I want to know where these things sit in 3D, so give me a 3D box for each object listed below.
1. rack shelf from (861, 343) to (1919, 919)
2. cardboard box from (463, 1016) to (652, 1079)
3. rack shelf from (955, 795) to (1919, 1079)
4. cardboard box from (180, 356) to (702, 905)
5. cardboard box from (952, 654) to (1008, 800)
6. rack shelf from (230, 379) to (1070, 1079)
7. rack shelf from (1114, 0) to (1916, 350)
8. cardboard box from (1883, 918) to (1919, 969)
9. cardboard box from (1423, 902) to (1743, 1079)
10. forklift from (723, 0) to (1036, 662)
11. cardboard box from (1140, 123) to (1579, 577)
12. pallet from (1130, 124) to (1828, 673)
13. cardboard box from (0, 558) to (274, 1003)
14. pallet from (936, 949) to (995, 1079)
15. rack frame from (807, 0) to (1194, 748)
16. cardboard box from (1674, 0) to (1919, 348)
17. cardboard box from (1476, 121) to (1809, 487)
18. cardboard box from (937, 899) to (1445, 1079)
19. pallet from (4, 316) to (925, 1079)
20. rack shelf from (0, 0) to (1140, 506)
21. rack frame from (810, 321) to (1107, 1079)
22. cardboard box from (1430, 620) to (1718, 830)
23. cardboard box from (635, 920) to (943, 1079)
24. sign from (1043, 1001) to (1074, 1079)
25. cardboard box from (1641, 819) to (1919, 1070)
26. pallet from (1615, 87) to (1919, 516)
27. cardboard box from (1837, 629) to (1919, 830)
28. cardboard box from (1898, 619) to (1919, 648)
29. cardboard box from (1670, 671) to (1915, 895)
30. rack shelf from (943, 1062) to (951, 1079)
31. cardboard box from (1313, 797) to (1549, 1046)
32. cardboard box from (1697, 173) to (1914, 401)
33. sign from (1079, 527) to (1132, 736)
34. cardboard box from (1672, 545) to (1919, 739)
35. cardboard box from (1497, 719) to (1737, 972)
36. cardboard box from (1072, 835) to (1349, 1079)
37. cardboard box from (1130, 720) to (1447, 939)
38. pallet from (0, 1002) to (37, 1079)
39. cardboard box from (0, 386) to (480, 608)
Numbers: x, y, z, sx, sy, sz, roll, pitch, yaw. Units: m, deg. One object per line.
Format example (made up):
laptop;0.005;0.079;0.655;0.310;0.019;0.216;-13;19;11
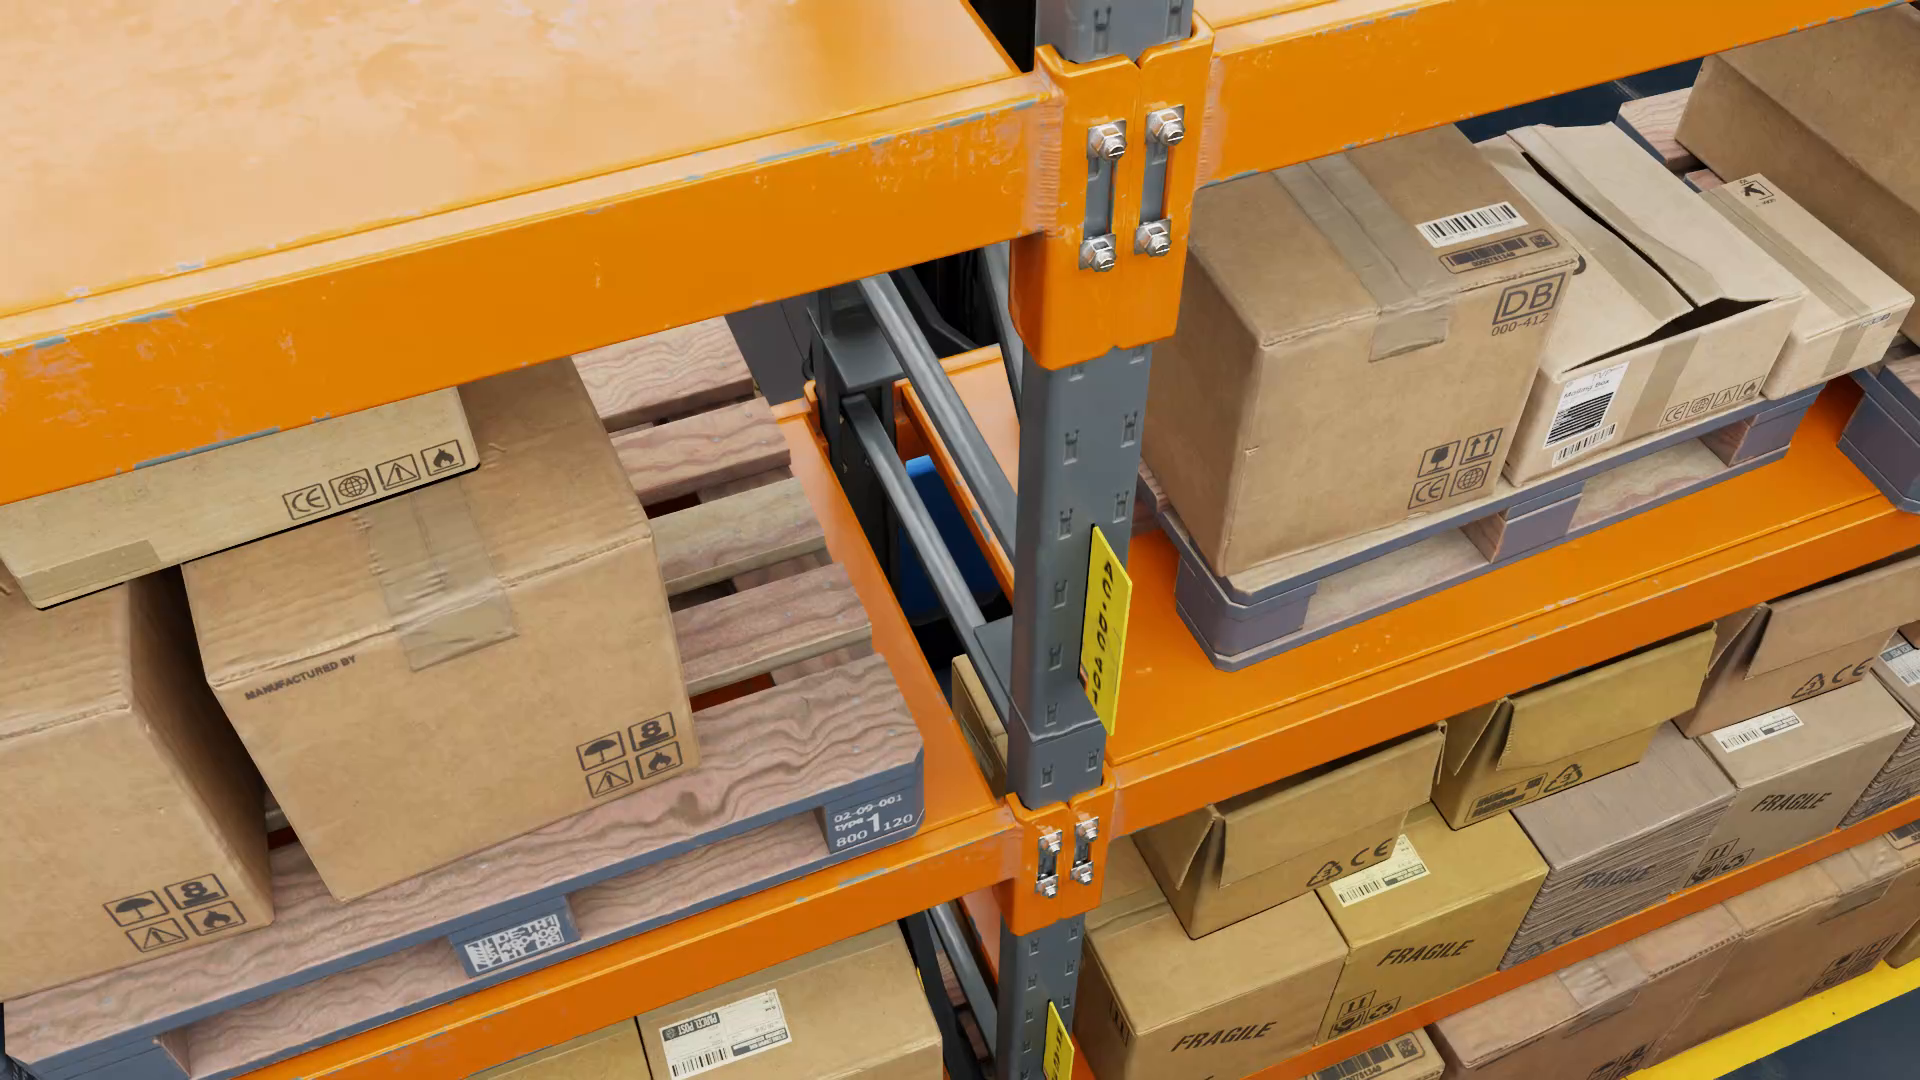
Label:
rack shelf;1.825;-0.411;3.464;4.000;0.370;1.077;-17;52;-14
cardboard box;-0.816;1.073;3.100;0.500;0.500;0.500;-17;51;-14
rack shelf;1.825;0.566;4.602;4.000;0.370;1.077;-17;52;-14
cardboard box;-0.728;-0.007;2.234;0.500;0.500;0.700;-20;52;-16
cardboard box;0.303;0.547;4.078;0.500;0.500;0.500;-17;51;-14
rack shelf;-1.878;0.736;2.478;4.000;0.370;1.077;-17;52;-14
rack shelf;1.825;-1.258;2.477;4.000;0.370;1.077;-17;52;-14
cardboard box;3.030;0.497;5.311;0.875;0.875;1.225;-19;52;-16
cardboard box;1.385;1.006;4.873;0.875;0.875;1.225;-19;52;-15
forklift;0.583;-1.135;5.634;3.031;2.935;1.130;-17;52;-14
cardboard box;0.507;-0.415;2.650;0.500;0.500;0.700;-16;51;-13
pallet;0.804;-0.307;3.026;1.217;0.209;0.805;-19;52;-16
cardboard box;-1.228;0.144;2.104;0.500;0.500;0.700;-15;51;-12
pallet;0.659;1.540;5.129;1.213;0.211;1.003;-17;52;-14
rack frame;-0.026;-1.049;1.560;0.127;3.000;1.000;-17;52;-14
cardboard box;1.793;-0.789;2.969;0.637;0.503;0.797;-18;52;-15
cardboard box;1.023;-0.431;2.789;0.500;0.311;0.500;-19;52;-15
cardboard box;0.558;1.263;4.653;0.875;0.875;1.225;-17;51;-14
pallet;-0.788;0.184;2.537;1.213;0.211;1.003;-17;52;-14
rack shelf;-1.878;-0.111;1.492;4.000;0.370;1.077;-17;52;-14
rack frame;-0.026;0.905;3.836;0.127;3.000;1.000;-17;52;-14
cardboard box;1.202;0.168;3.742;0.637;0.503;0.797;-17;51;-14
cardboard box;-0.351;0.933;3.221;0.500;0.500;0.500;-16;51;-13
sign;0.185;0.987;3.143;0.005;0.325;0.100;-17;52;-14
cardboard box;2.202;0.747;5.096;0.875;0.875;1.225;-17;51;-14
pallet;2.066;-0.613;3.287;1.213;0.211;1.003;-15;51;-13
cardboard box;2.370;0.331;4.263;0.500;0.500;0.500;-19;52;-15
cardboard box;2.389;-0.218;4.074;0.637;0.503;0.797;-16;51;-13
cardboard box;1.899;0.476;4.139;0.500;0.500;0.500;-16;51;-14
rack shelf;-1.878;1.713;3.616;4.000;0.370;1.077;-17;52;-14
cardboard box;0.959;0.772;3.885;0.500;0.500;0.500;-17;51;-14
cardboard box;1.409;-0.449;2.910;0.250;0.149;0.380;-19;52;-16
sign;0.185;0.123;2.138;0.005;0.325;0.100;-17;52;-14
cardboard box;1.771;-0.021;3.905;0.637;0.503;0.797;-16;51;-13
cardboard box;1.422;0.628;4.008;0.500;0.500;0.500;-18;52;-15
cardboard box;0.494;0.916;3.761;0.500;0.500;0.500;-17;51;-14
cardboard box;0.562;0.357;3.580;0.637;0.503;0.797;-18;52;-15
pallet;-1.915;0.531;2.238;1.213;0.211;1.003;-17;52;-14
cardboard box;-0.900;-0.253;1.951;0.500;0.250;0.500;-20;52;-17
